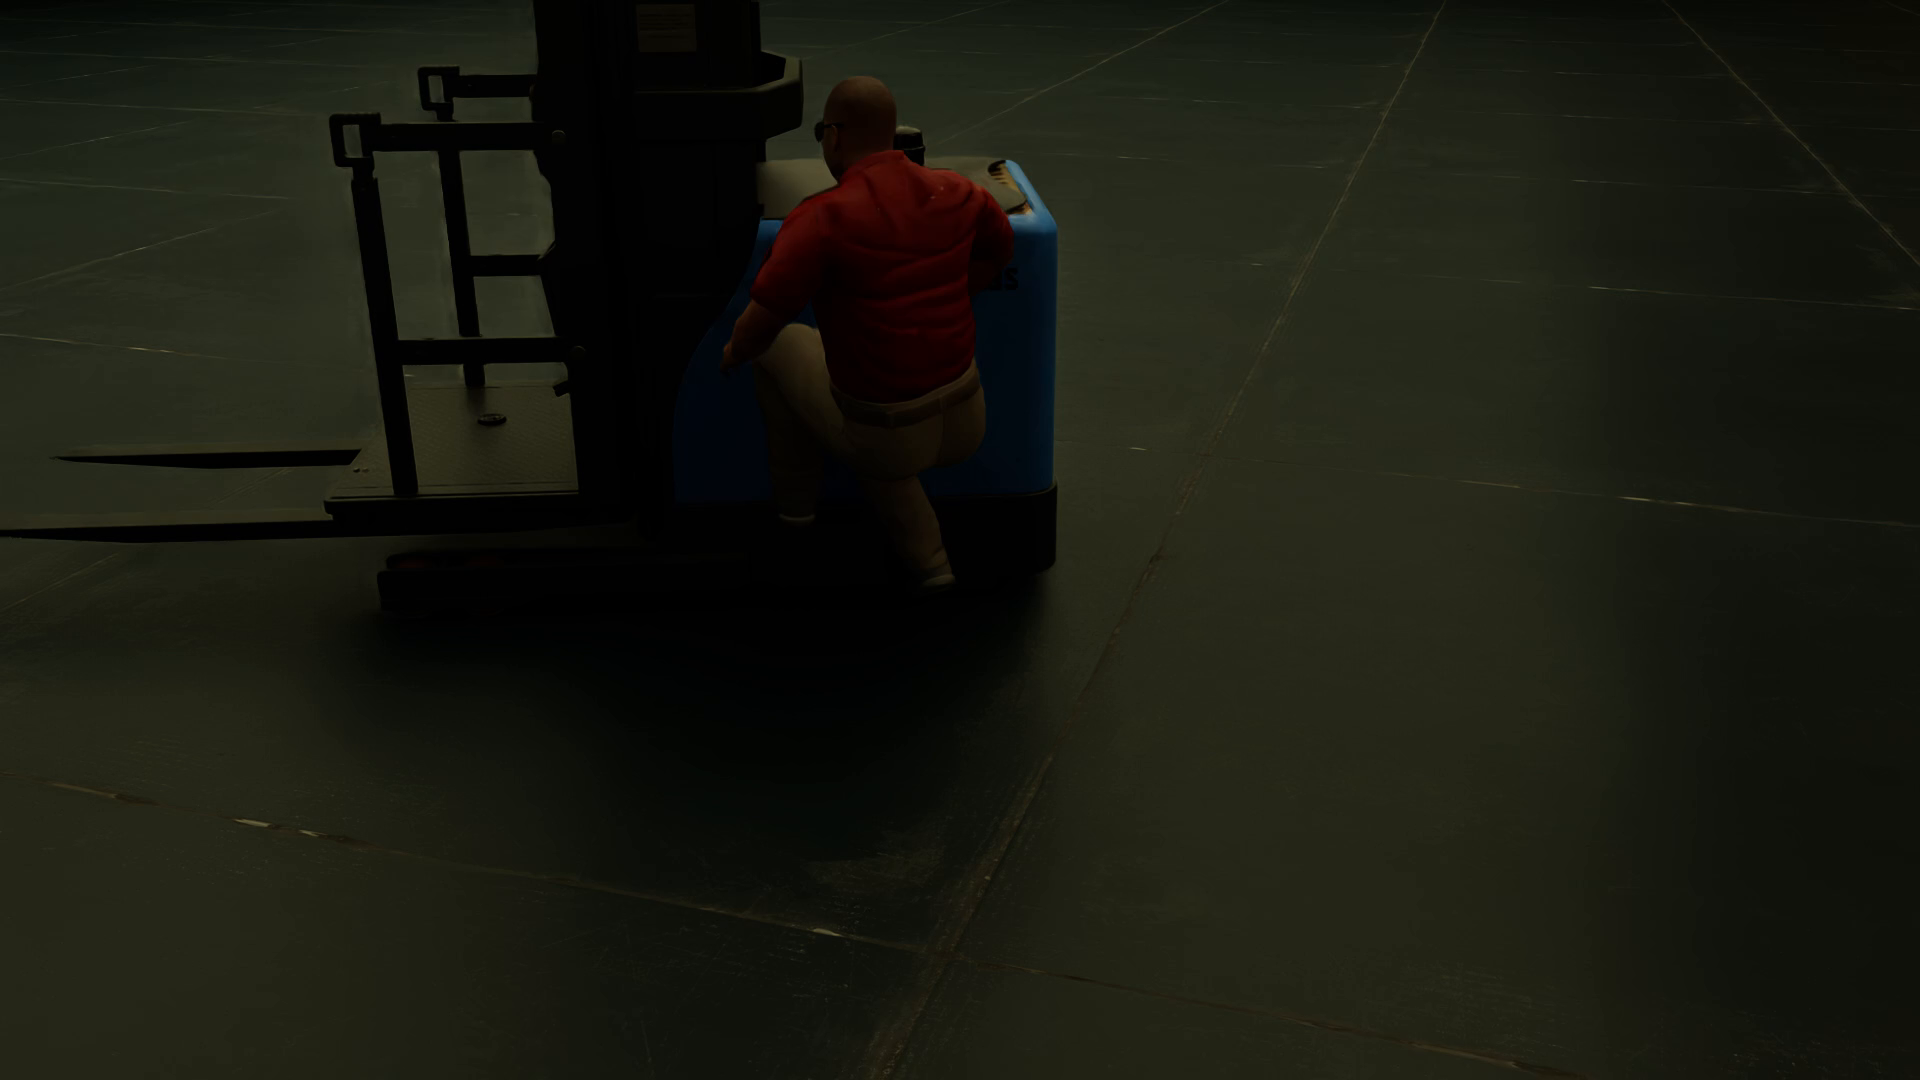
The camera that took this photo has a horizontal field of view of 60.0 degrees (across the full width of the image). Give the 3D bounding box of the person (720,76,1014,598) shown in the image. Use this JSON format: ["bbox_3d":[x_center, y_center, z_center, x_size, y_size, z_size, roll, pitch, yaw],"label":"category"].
[{"bbox_3d":[-0.319,-0.425,4.282,0.819,1.525,0.842,-20,30,-39],"label":"person"}]

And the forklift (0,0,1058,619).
[{"bbox_3d":[-1.269,-1.347,4.541,3.031,2.935,1.130,-2,22,-4],"label":"forklift"}]
